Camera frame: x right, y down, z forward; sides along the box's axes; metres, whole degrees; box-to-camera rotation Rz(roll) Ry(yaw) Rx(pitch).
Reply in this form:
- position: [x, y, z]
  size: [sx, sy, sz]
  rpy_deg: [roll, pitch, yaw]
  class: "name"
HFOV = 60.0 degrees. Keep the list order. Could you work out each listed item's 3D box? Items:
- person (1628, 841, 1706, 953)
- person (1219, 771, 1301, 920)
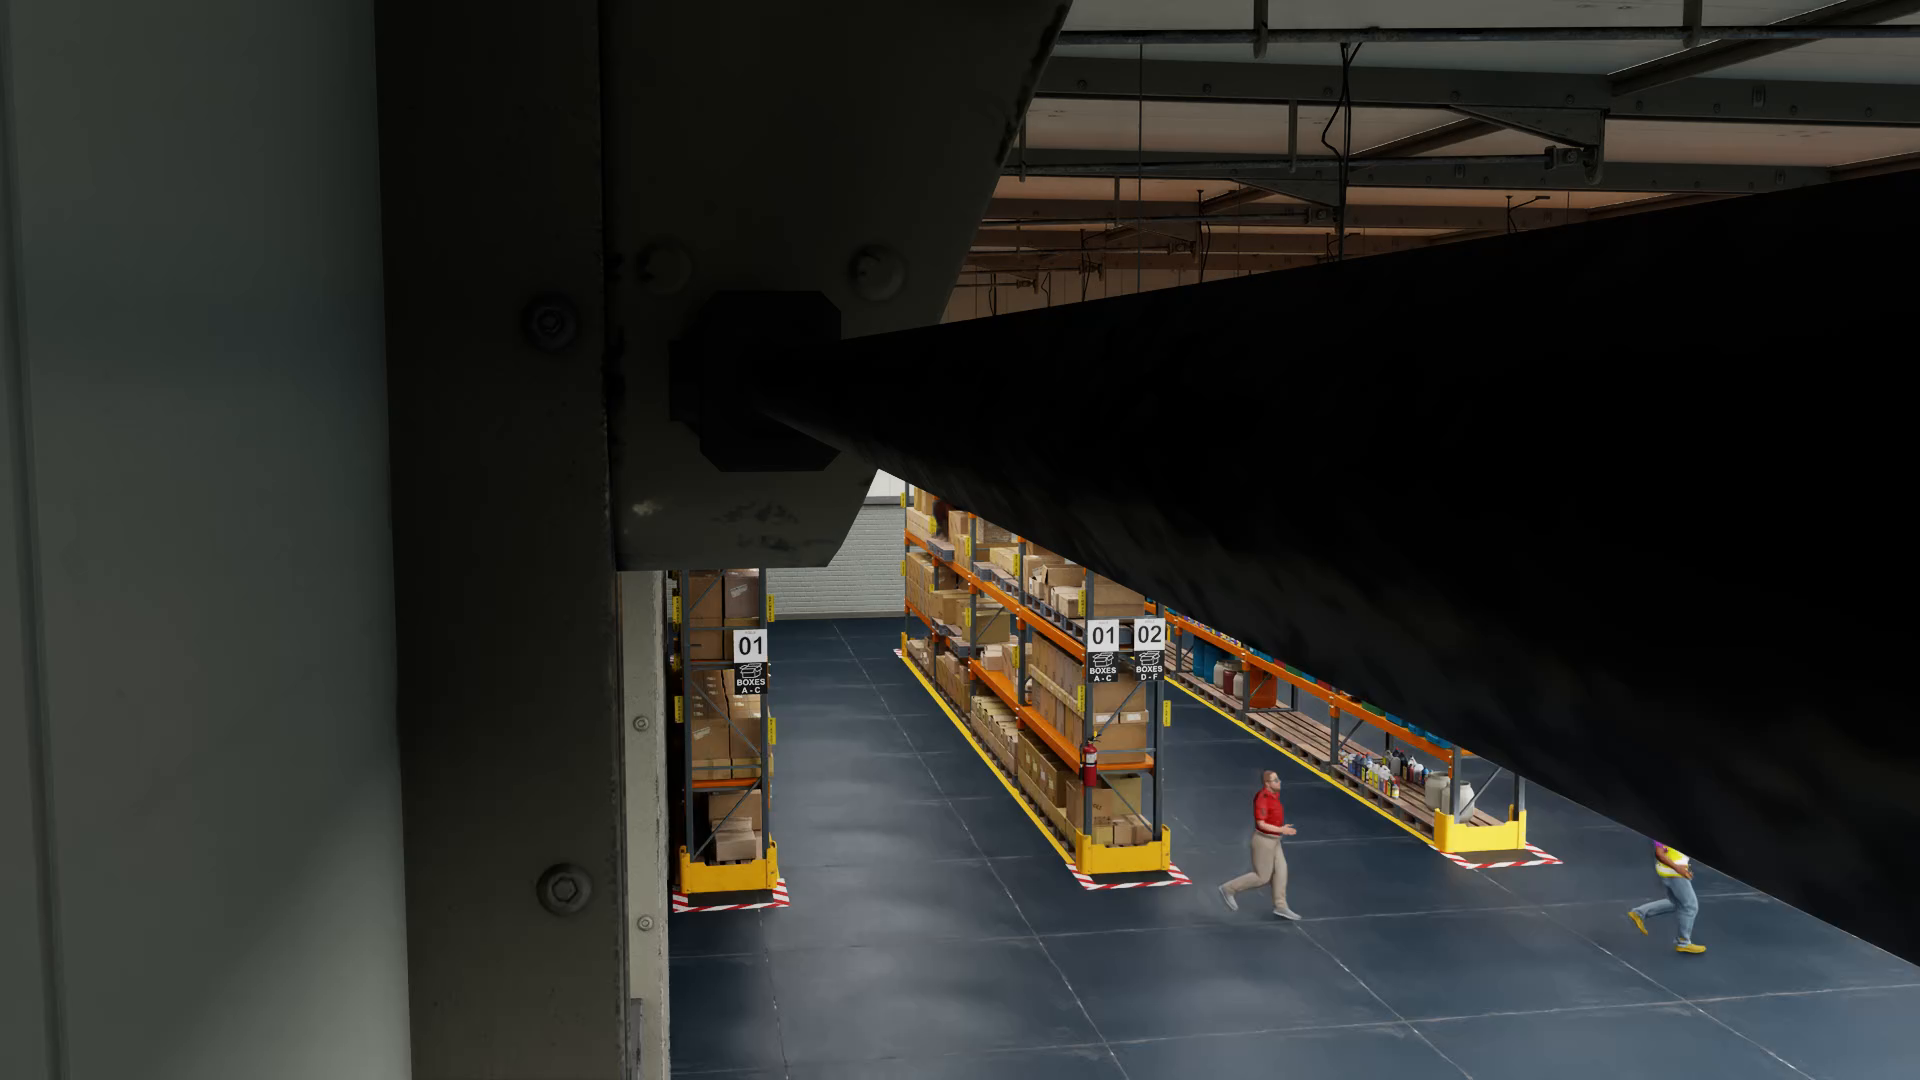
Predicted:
- position: [7.705, 3.601, 18.058]
  size: [0.795, 1.732, 0.711]
  rpy_deg: [2, 6, 19]
  class: "person"
- position: [3.482, 3.504, 19.171]
  size: [0.925, 1.737, 0.672]
  rpy_deg: [2, 6, 19]
  class: "person"
